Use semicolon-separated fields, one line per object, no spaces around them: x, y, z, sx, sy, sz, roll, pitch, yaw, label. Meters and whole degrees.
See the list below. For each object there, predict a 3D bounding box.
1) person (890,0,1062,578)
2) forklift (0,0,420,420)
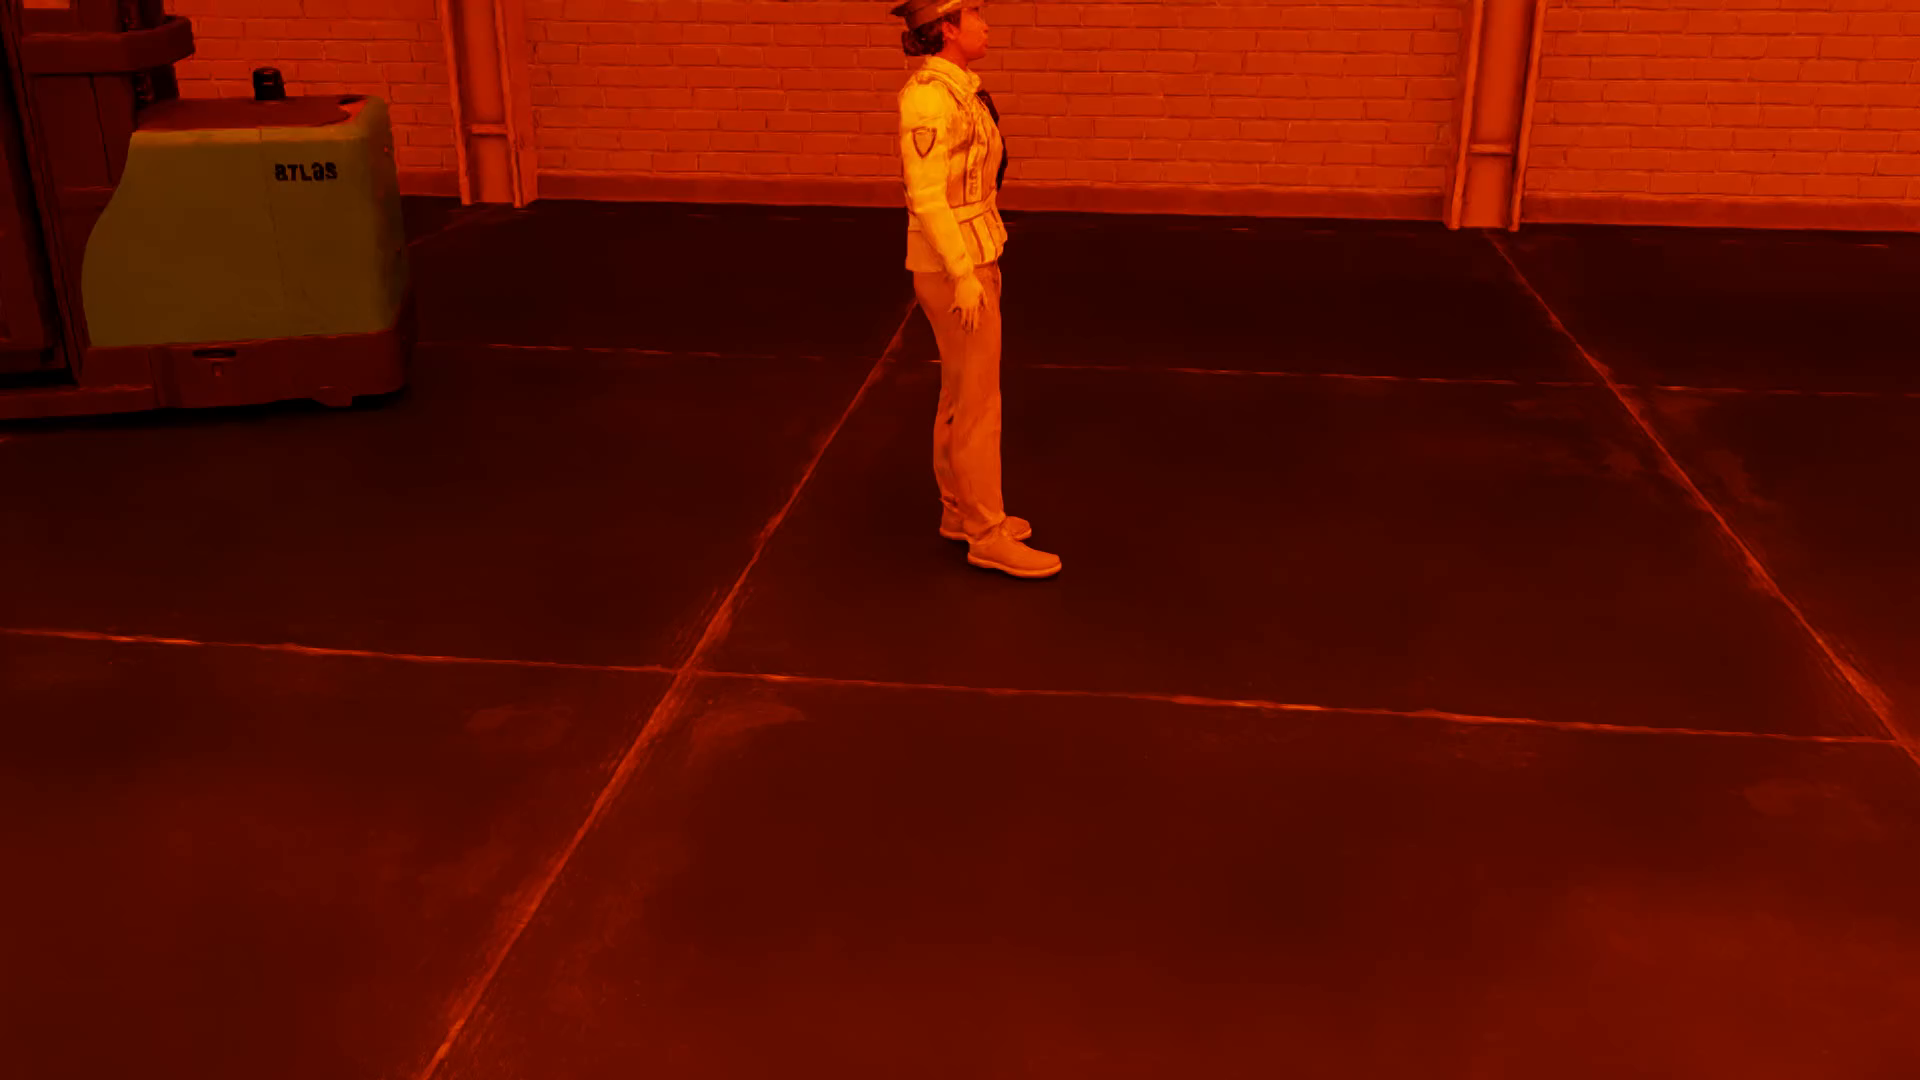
0.066;-0.787;4.843;0.532;1.695;0.586;3;22;7;person
-3.737;-1.925;6.035;3.031;2.935;1.130;-5;22;-12;forklift
